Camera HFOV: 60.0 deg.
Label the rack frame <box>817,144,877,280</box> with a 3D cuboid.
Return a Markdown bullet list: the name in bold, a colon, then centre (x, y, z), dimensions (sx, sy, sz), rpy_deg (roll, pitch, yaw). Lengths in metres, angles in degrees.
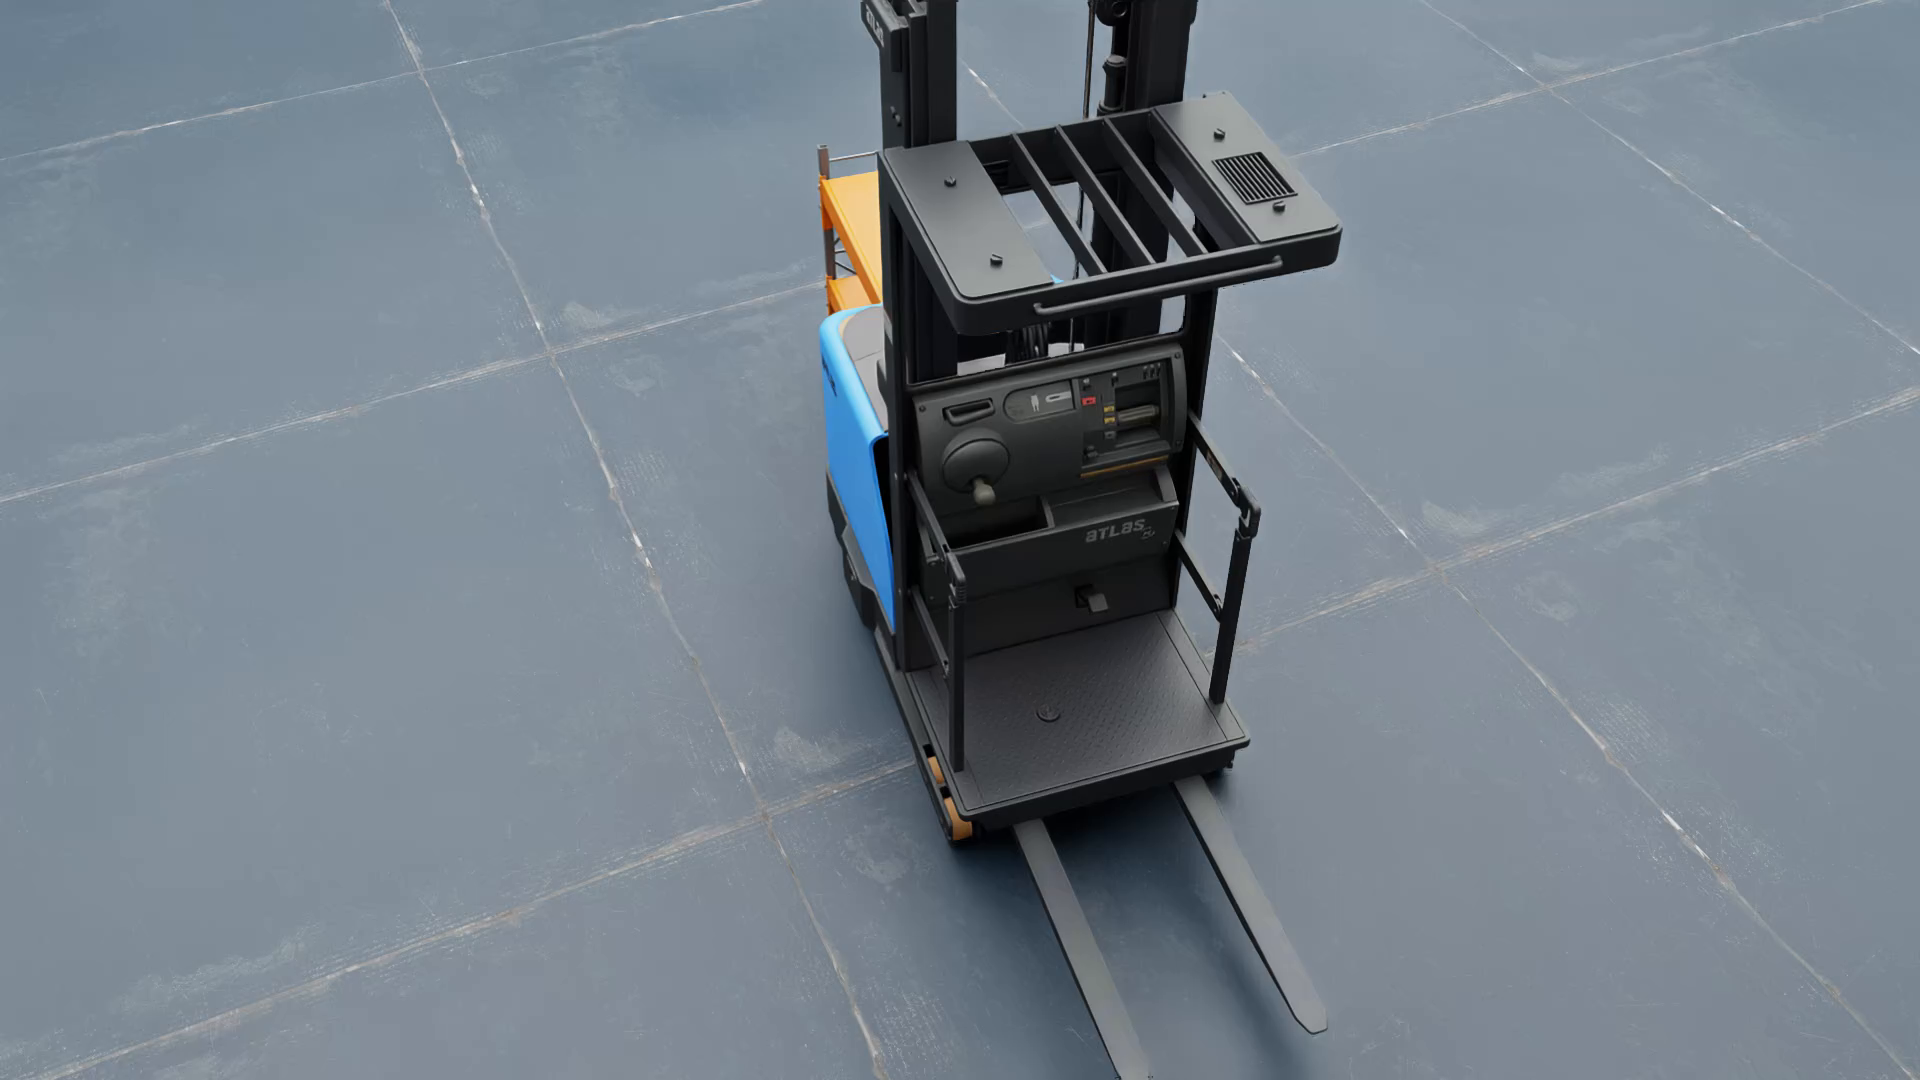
- **rack frame**: centre (-0.382, -1.367, 7.704), dimensions (0.500, 1.125, 0.032), rpy_deg (-13, 46, -13)

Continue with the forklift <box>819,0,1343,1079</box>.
- **forklift**: centre (0.375, -0.282, 5.318), dimensions (1.130, 2.935, 3.031), rpy_deg (-13, 46, -13)

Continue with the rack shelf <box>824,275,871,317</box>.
- **rack shelf**: centre (-0.225, -0.854, 7.531), dimensions (0.538, 0.278, 1.000), rpy_deg (-13, 46, -13)

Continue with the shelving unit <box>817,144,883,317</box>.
- **shelving unit**: centre (-0.225, -1.028, 7.360), dimensions (0.538, 1.125, 1.048), rpy_deg (-13, 46, -13)

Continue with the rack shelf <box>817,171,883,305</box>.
- **rack shelf**: centre (-0.225, -1.236, 7.154), dimensions (0.538, 0.278, 1.000), rpy_deg (-13, 46, -13)
